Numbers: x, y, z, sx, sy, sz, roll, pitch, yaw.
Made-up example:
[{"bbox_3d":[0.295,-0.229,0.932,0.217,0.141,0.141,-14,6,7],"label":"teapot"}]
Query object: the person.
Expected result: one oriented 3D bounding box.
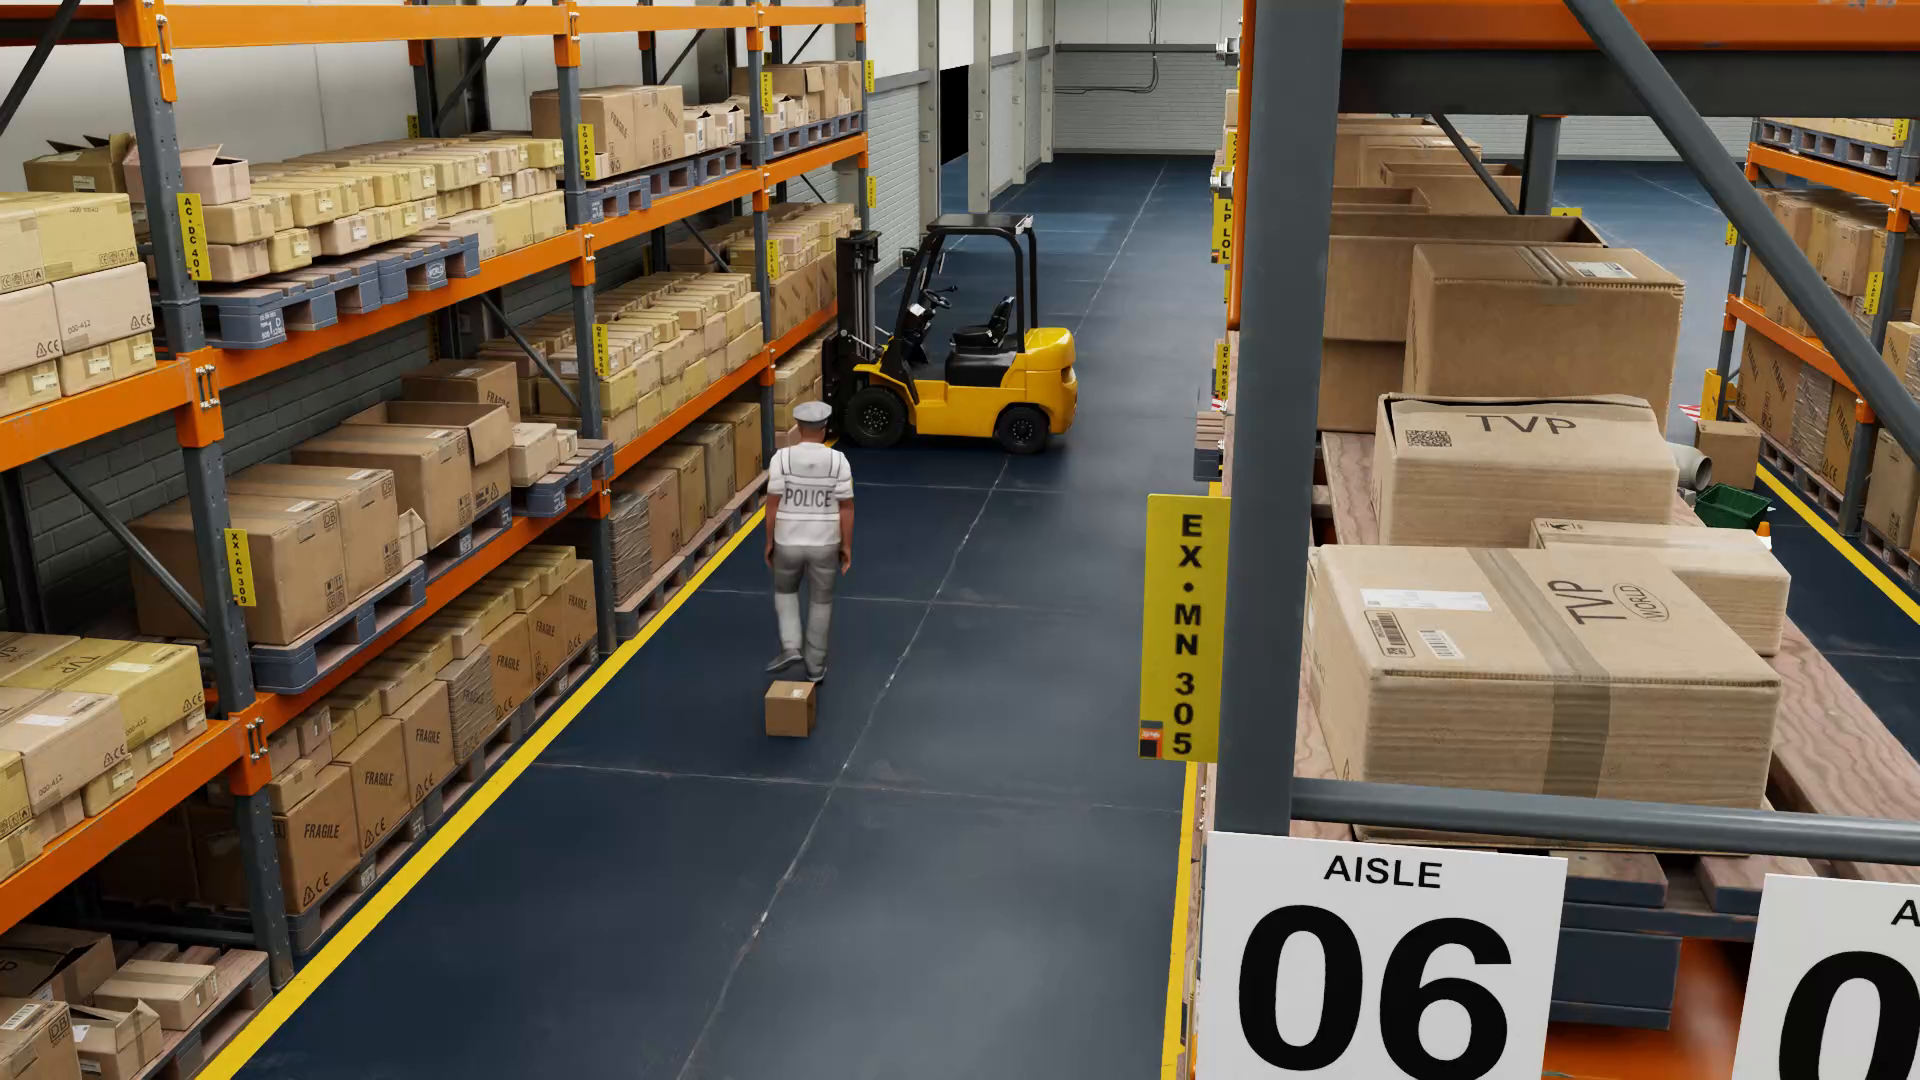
[{"bbox_3d":[-0.948,0.035,10.384,0.580,1.745,0.500,-1,18,-3],"label":"person"}]
